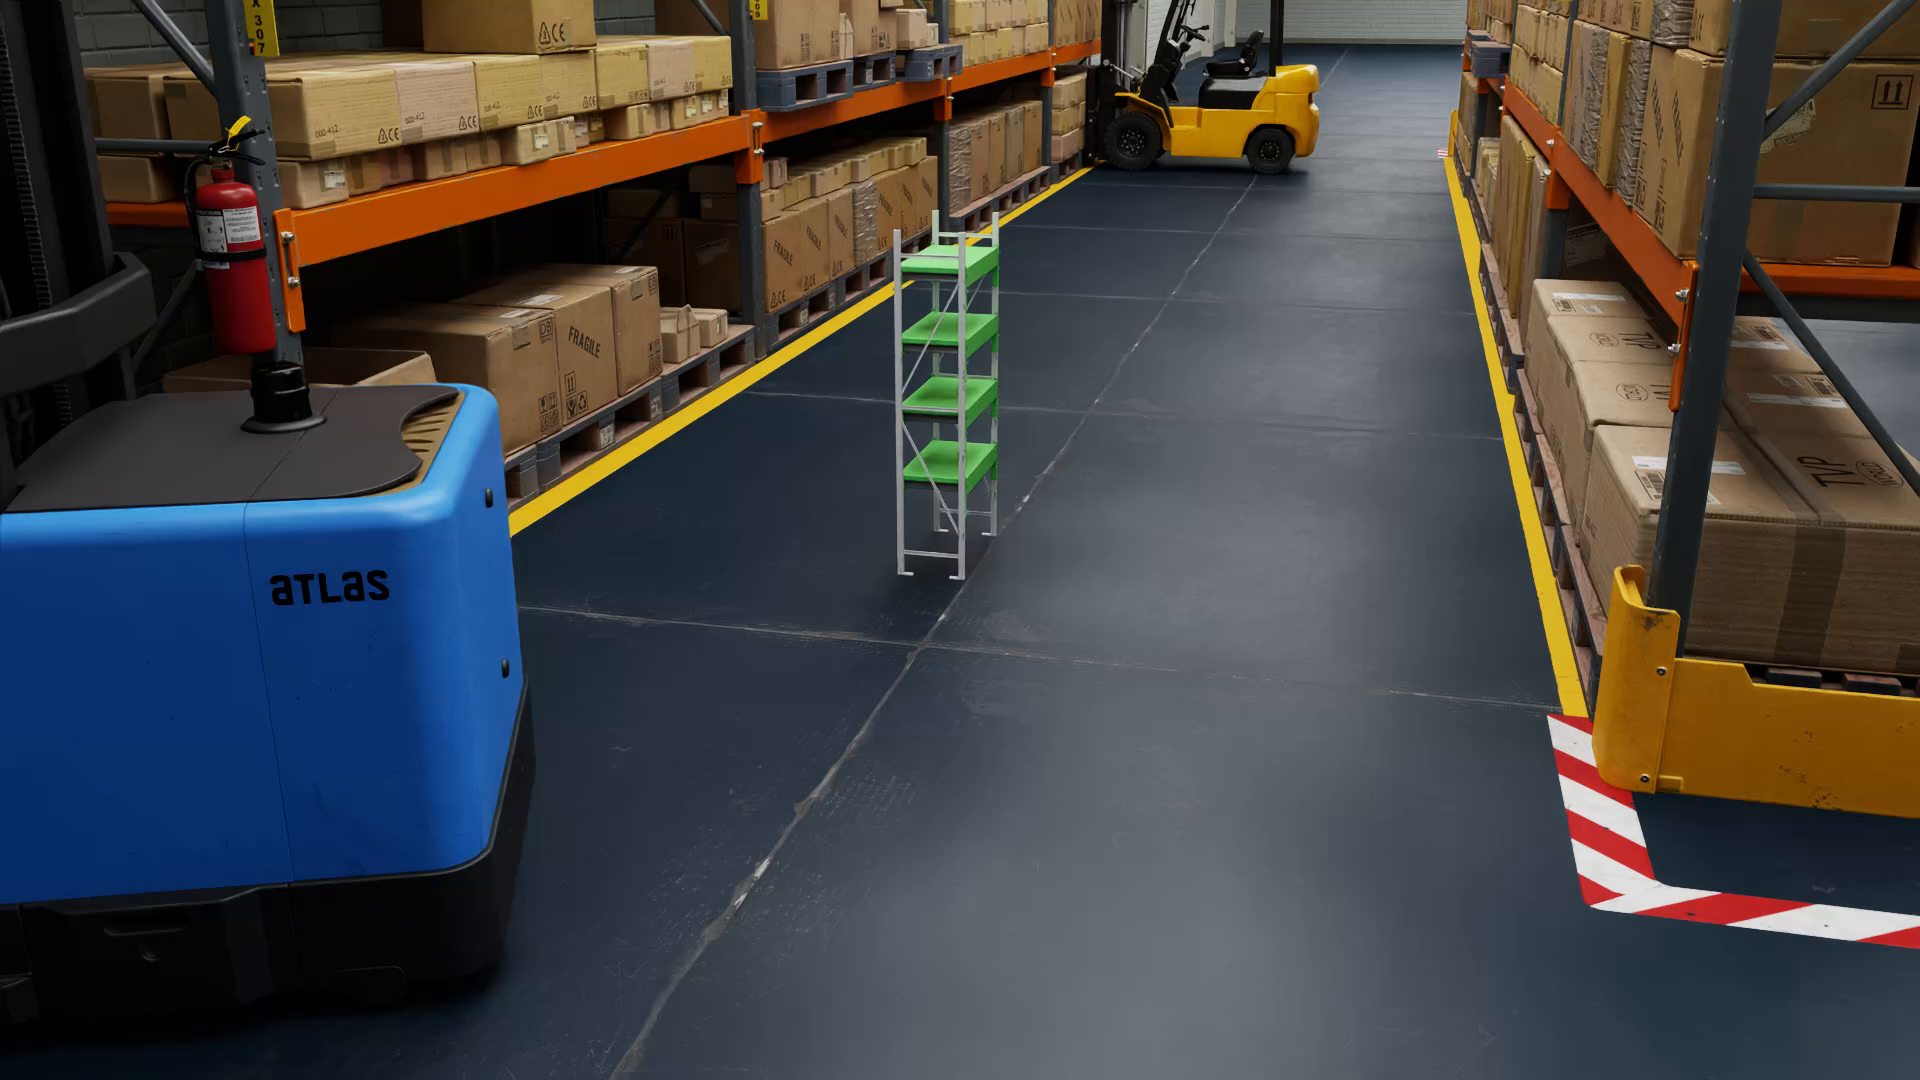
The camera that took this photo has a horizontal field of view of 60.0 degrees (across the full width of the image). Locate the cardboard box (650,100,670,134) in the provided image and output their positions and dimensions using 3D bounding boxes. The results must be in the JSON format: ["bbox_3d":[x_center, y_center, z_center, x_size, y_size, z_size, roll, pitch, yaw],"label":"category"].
[{"bbox_3d":[-1.563,-1.951,7.648,0.380,0.149,0.250,5,20,15],"label":"cardboard box"}]

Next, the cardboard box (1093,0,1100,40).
[{"bbox_3d":[1.249,-5.748,18.219,0.500,0.500,0.500,4,19,12],"label":"cardboard box"}]

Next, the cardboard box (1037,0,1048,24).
[{"bbox_3d":[0.526,-4.936,15.455,0.500,0.250,0.500,4,19,12],"label":"cardboard box"}]

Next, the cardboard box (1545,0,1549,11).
[{"bbox_3d":[3.385,-3.046,8.764,0.500,0.500,0.500,5,20,15],"label":"cardboard box"}]

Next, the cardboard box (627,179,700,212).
[{"bbox_3d":[-1.688,-1.980,9.559,0.380,0.149,0.250,5,19,13],"label":"cardboard box"}]

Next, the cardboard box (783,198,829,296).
[{"bbox_3d":[-1.100,-1.754,9.899,0.500,0.500,0.500,4,19,13],"label":"cardboard box"}]

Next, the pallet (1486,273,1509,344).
[{"bbox_3d":[3.669,-1.358,9.835,1.003,0.211,1.213,5,19,13],"label":"pallet"}]

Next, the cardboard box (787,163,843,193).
[{"bbox_3d":[-0.953,-2.265,10.392,0.380,0.149,0.250,5,20,15],"label":"cardboard box"}]

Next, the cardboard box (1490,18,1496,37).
[{"bbox_3d":[4.425,-4.078,13.226,0.380,0.149,0.250,5,20,15],"label":"cardboard box"}]

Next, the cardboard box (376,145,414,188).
[{"bbox_3d":[-2.140,-1.314,5.782,0.380,0.149,0.250,4,19,13],"label":"cardboard box"}]

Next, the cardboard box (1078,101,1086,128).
[{"bbox_3d":[1.070,-4.520,17.611,0.500,0.250,0.500,4,19,13],"label":"cardboard box"}]

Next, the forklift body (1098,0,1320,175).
[{"bbox_3d":[2.681,-5.058,17.667,2.313,2.155,1.214,5,19,13],"label":"forklift body"}]

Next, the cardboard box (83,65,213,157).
[{"bbox_3d":[-2.679,-1.418,5.469,0.500,0.250,0.500,5,20,15],"label":"cardboard box"}]

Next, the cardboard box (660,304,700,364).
[{"bbox_3d":[-1.496,-1.032,8.148,0.396,0.266,0.258,5,20,15],"label":"cardboard box"}]

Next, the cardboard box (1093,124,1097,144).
[{"bbox_3d":[1.200,-4.447,18.172,0.500,0.250,0.500,5,20,15],"label":"cardboard box"}]

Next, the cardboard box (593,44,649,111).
[{"bbox_3d":[-1.688,-2.014,7.215,0.500,0.250,0.500,5,19,13],"label":"cardboard box"}]

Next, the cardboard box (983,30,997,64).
[{"bbox_3d":[0.012,-4.058,13.661,0.500,0.250,0.500,4,19,12],"label":"cardboard box"}]

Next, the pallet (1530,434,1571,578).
[{"bbox_3d":[2.699,-0.110,6.184,1.003,0.211,1.213,5,19,13],"label":"pallet"}]

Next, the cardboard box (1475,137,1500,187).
[{"bbox_3d":[5.086,-3.344,14.752,0.950,0.372,0.625,5,19,14],"label":"cardboard box"}]

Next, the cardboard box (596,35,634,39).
[{"bbox_3d":[-0.758,-3.731,11.856,0.659,0.500,8.552,5,20,15],"label":"cardboard box"}]

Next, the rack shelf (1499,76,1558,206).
[{"bbox_3d":[3.746,-2.332,9.488,1.077,0.370,4.000,5,19,13],"label":"rack shelf"}]

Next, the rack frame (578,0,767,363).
[{"bbox_3d":[-1.557,-2.437,8.680,1.000,3.000,0.127,5,19,13],"label":"rack frame"}]

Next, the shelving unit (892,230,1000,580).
[{"bbox_3d":[7.155,-1.278,8.074,13.061,1.200,8.595,5,19,13],"label":"shelving unit"}]

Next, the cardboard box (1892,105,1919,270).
[{"bbox_3d":[2.676,-0.967,4.224,0.500,0.500,0.500,5,19,13],"label":"cardboard box"}]

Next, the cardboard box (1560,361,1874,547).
[{"bbox_3d":[2.560,-0.281,5.682,0.875,0.438,0.875,5,20,15],"label":"cardboard box"}]

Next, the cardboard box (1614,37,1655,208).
[{"bbox_3d":[2.394,-1.330,5.285,0.500,0.500,0.500,5,20,15],"label":"cardboard box"}]

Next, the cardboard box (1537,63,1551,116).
[{"bbox_3d":[3.248,-2.295,8.497,0.500,0.250,0.500,4,19,13],"label":"cardboard box"}]

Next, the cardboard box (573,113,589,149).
[{"bbox_3d":[-1.784,-1.716,6.958,0.380,0.149,0.250,5,19,13],"label":"cardboard box"}]

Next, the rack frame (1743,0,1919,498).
[{"bbox_3d":[2.277,-0.792,3.866,0.949,2.616,0.053,5,19,13],"label":"rack frame"}]

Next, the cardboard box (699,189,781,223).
[{"bbox_3d":[-1.211,-1.851,9.179,0.380,0.149,0.250,6,20,16],"label":"cardboard box"}]

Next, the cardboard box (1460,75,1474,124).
[{"bbox_3d":[5.595,-4.657,17.624,0.500,0.500,0.500,4,19,11],"label":"cardboard box"}]

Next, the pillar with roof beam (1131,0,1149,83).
[{"bbox_3d":[7.437,-12.311,28.308,9.100,9.000,0.400,5,19,13],"label":"pillar with roof beam"}]

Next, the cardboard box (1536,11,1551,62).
[{"bbox_3d":[3.365,-2.689,8.878,0.500,0.250,0.500,5,20,15],"label":"cardboard box"}]

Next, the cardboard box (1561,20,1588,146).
[{"bbox_3d":[2.889,-1.967,7.150,0.500,0.500,0.500,5,20,15],"label":"cardboard box"}]

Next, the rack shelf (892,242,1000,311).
[{"bbox_3d":[-0.040,-0.910,5.707,0.258,0.148,0.480,5,19,13],"label":"rack shelf"}]

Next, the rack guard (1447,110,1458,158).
[{"bbox_3d":[6.171,-4.600,18.882,1.175,0.500,0.348,5,19,13],"label":"rack guard"}]

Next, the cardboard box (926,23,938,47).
[{"bbox_3d":[-0.368,-3.534,11.632,0.380,0.149,0.250,5,19,14],"label":"cardboard box"}]

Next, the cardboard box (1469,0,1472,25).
[{"bbox_3d":[5.681,-5.706,17.637,0.500,0.500,0.500,5,20,15],"label":"cardboard box"}]

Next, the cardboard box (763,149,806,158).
[{"bbox_3d":[-1.257,-2.545,11.213,0.380,0.149,0.250,4,19,12],"label":"cardboard box"}]

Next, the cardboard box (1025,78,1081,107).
[{"bbox_3d":[0.955,-4.601,17.075,0.500,0.250,0.500,5,19,13],"label":"cardboard box"}]

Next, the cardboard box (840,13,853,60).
[{"bbox_3d":[-0.845,-2.977,9.820,0.396,0.266,0.258,6,20,16],"label":"cardboard box"}]

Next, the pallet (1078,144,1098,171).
[{"bbox_3d":[0.929,-4.254,18.315,1.003,0.211,1.213,5,19,13],"label":"pallet"}]

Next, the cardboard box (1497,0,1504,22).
[{"bbox_3d":[4.192,-4.014,12.033,0.500,0.500,0.500,4,19,13],"label":"cardboard box"}]

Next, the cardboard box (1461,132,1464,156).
[{"bbox_3d":[5.345,-3.984,16.815,0.500,0.250,0.500,5,19,14],"label":"cardboard box"}]

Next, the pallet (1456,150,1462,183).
[{"bbox_3d":[5.638,-3.830,17.076,1.003,0.211,1.213,5,19,13],"label":"pallet"}]

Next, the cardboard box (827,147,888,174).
[{"bbox_3d":[-0.707,-2.592,11.350,0.380,0.149,0.250,5,20,15],"label":"cardboard box"}]

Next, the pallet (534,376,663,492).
[{"bbox_3d":[-2.022,-0.518,7.378,1.003,0.211,1.213,5,19,13],"label":"pallet"}]

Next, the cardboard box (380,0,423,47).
[{"bbox_3d":[-2.179,-2.415,7.230,0.500,0.500,0.500,4,19,12],"label":"cardboard box"}]

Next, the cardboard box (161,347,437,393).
[{"bbox_3d":[-2.293,-0.384,5.885,0.797,0.503,0.637,4,19,11],"label":"cardboard box"}]

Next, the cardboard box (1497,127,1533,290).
[{"bbox_3d":[16.289,-5.183,7.114,25.988,8.790,3.910,5,19,14],"label":"cardboard box"}]

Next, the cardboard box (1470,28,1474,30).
[{"bbox_3d":[5.607,-5.365,17.643,0.380,0.149,0.250,5,19,14],"label":"cardboard box"}]

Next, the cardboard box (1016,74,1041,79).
[{"bbox_3d":[0.576,-4.802,17.662,0.500,0.250,0.500,5,19,14],"label":"cardboard box"}]
